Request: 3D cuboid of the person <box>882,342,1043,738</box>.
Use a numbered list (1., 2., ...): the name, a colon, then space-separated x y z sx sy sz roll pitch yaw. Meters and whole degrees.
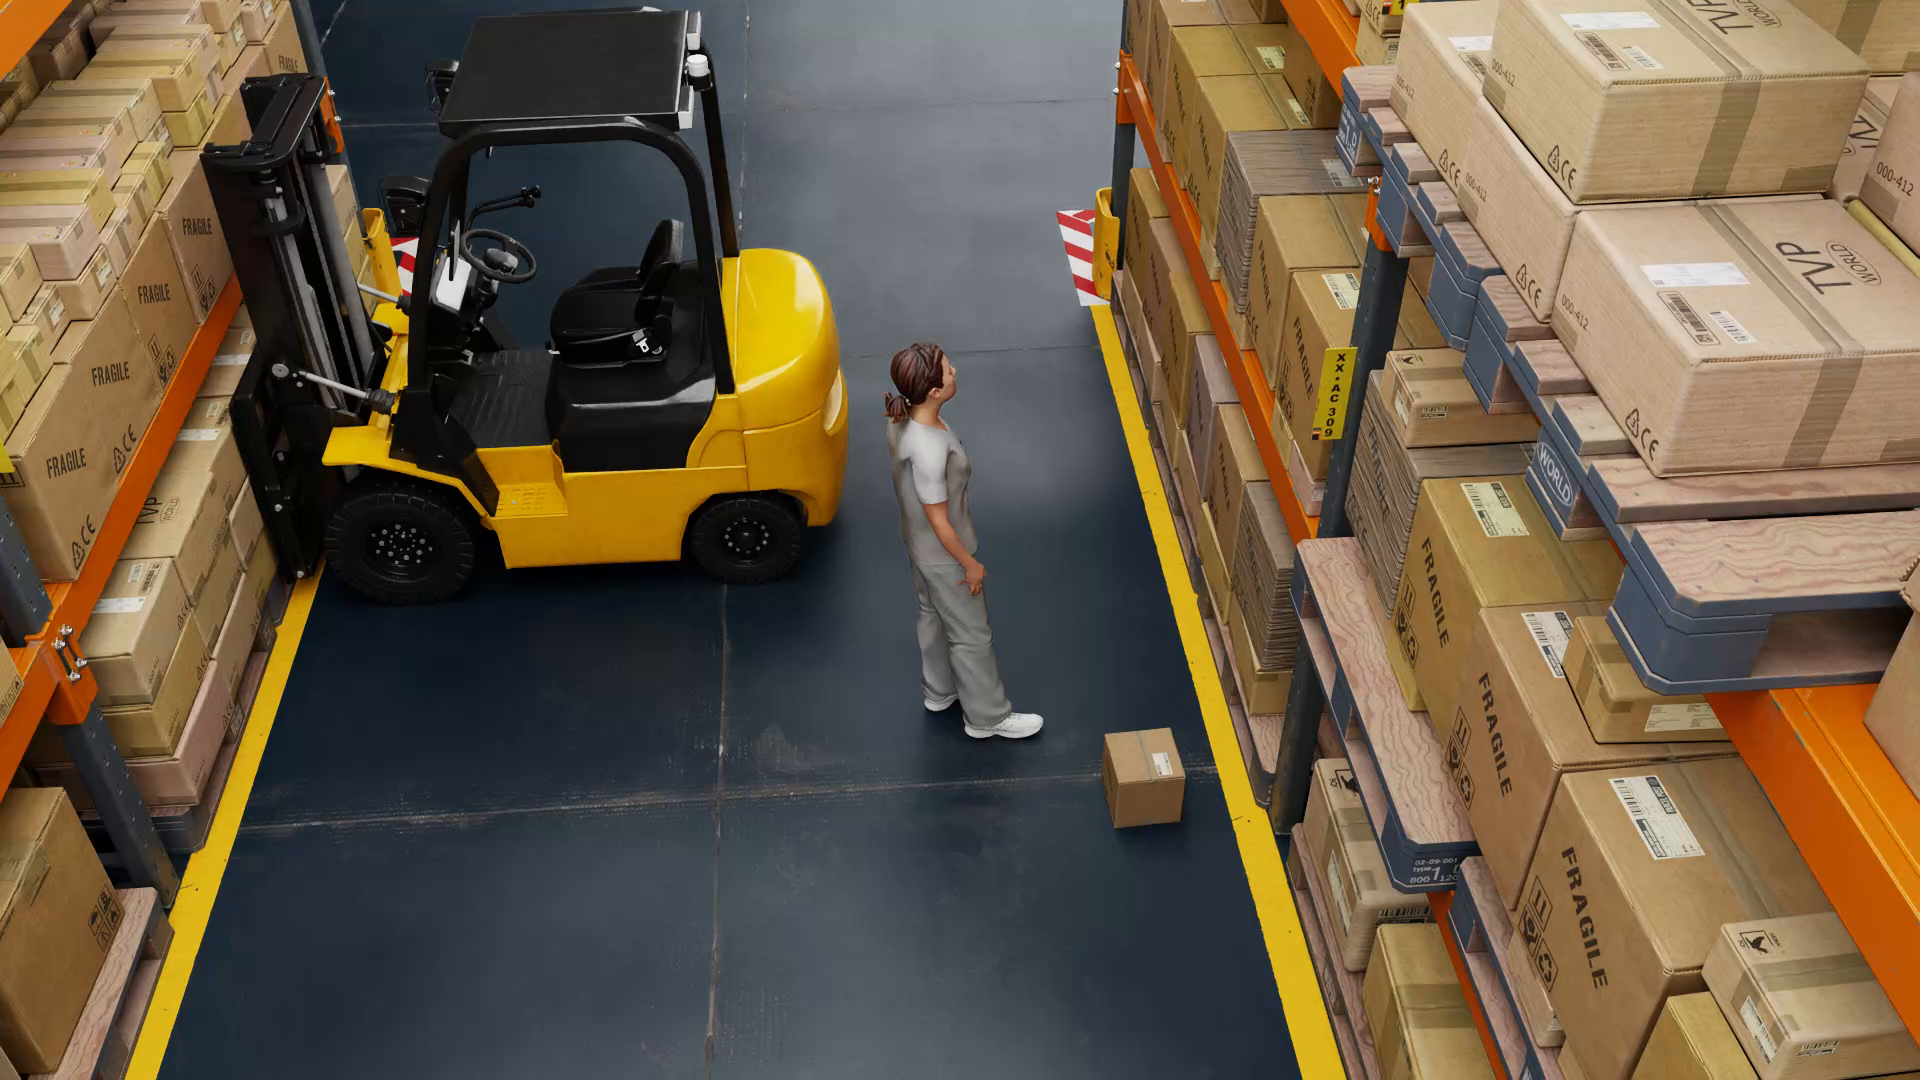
1. person: -0.003 -0.002 6.143 0.548 1.673 0.549 -11 40 -13
